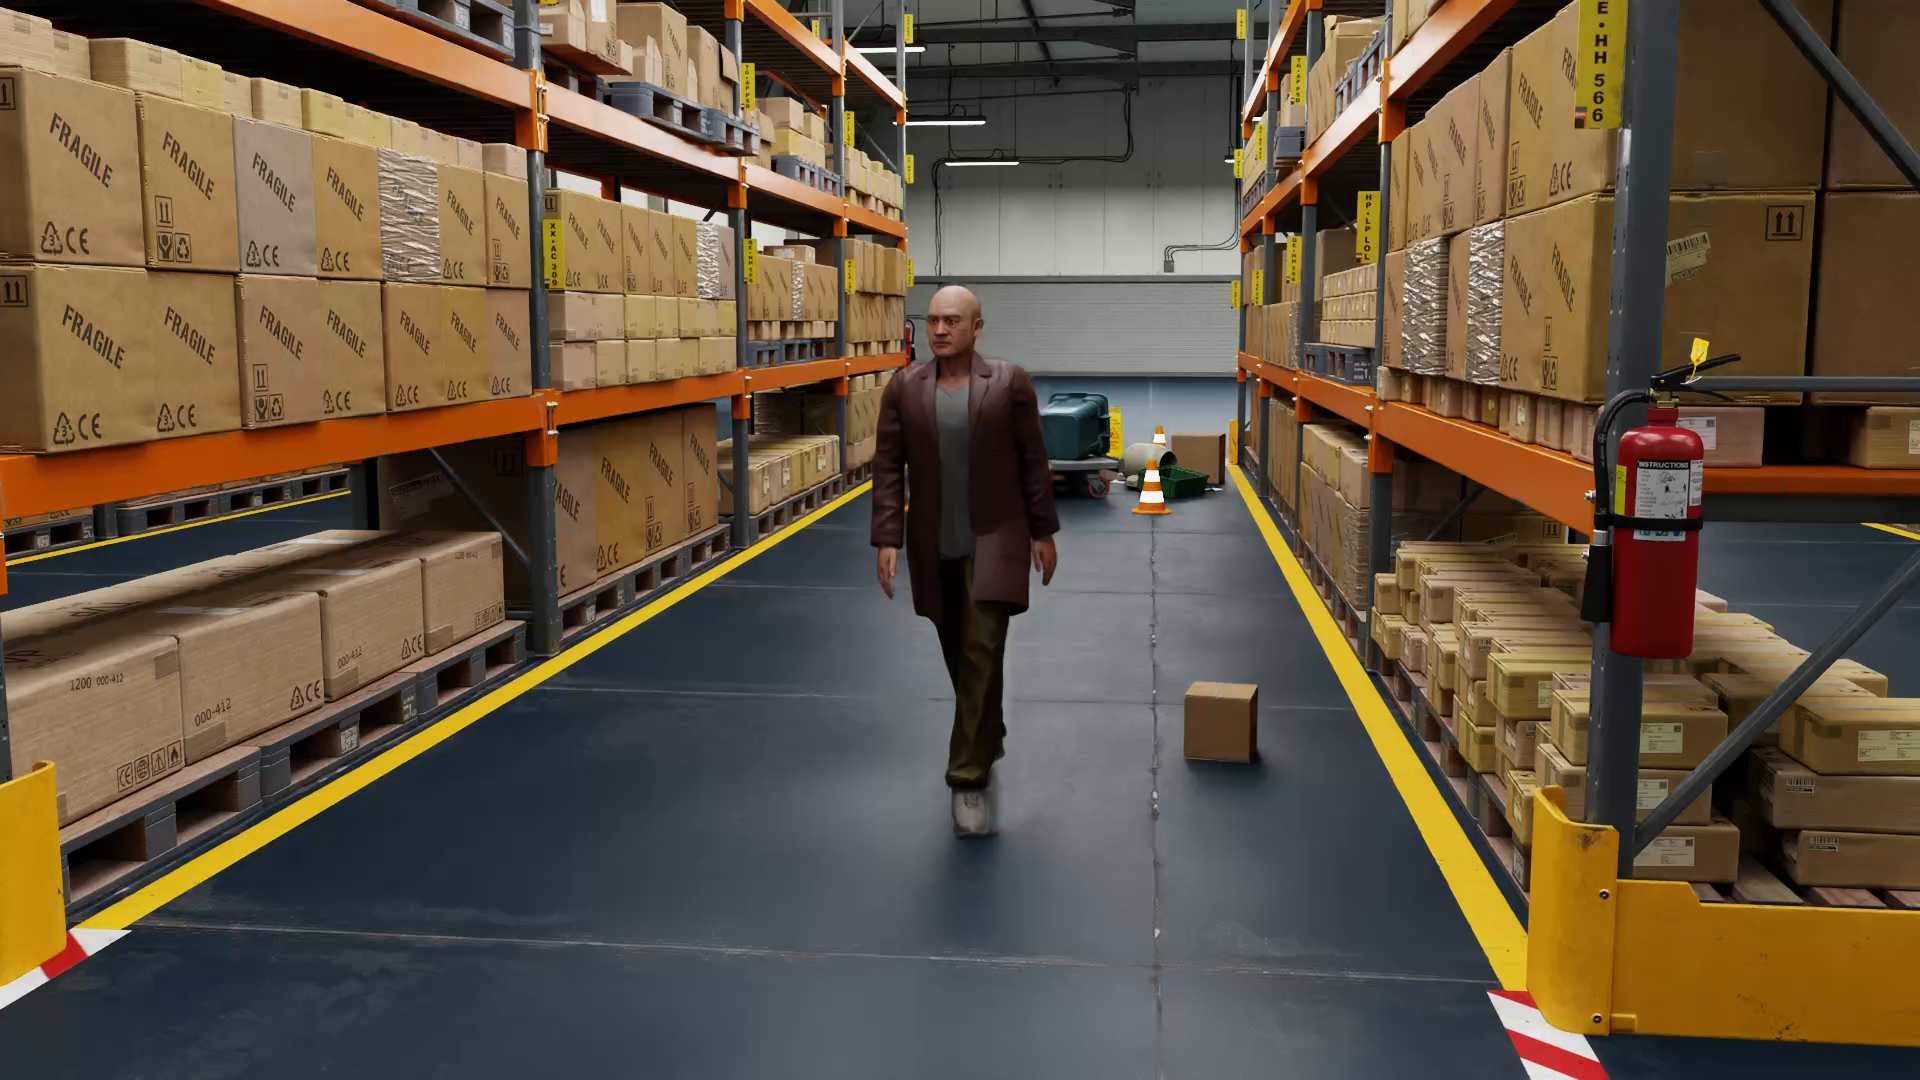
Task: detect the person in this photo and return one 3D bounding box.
[{"bbox_3d":[-0.006,0.070,5.663,0.615,1.649,0.956,2,8,18],"label":"person"}]
